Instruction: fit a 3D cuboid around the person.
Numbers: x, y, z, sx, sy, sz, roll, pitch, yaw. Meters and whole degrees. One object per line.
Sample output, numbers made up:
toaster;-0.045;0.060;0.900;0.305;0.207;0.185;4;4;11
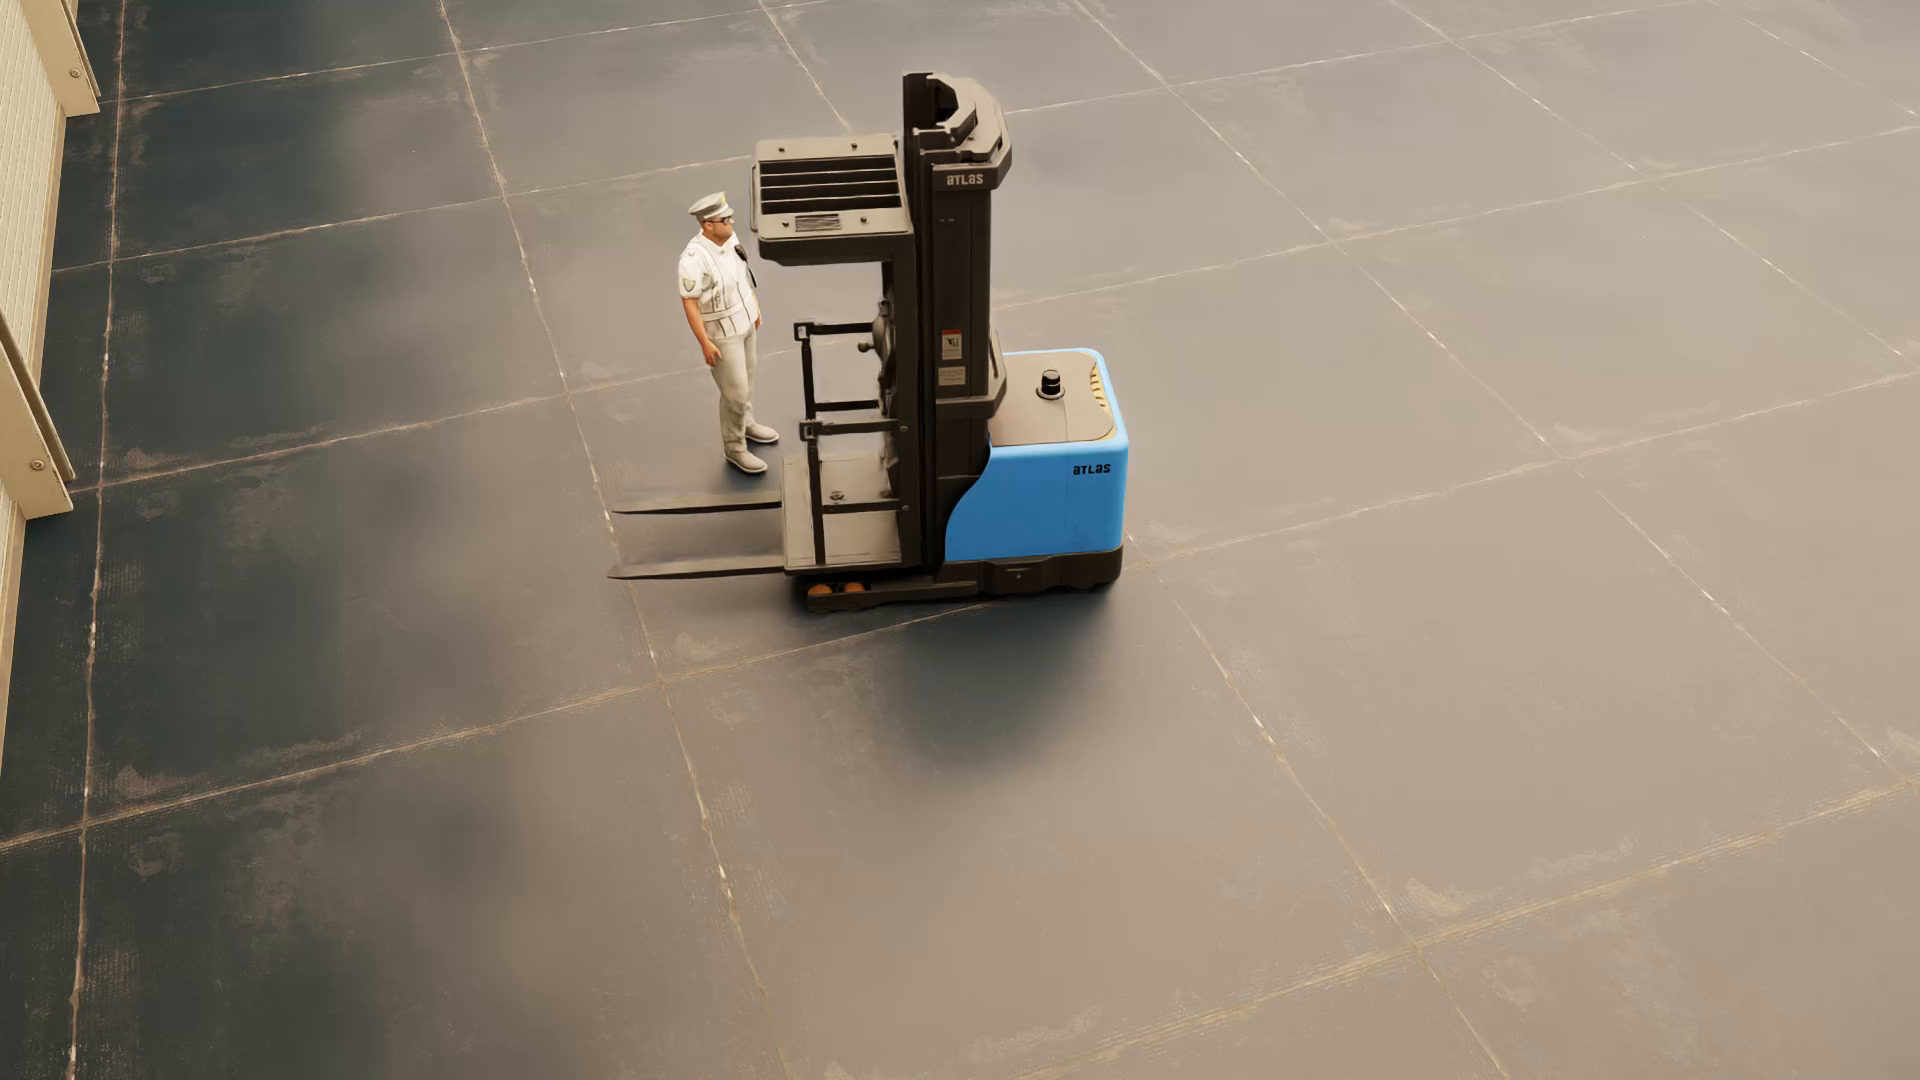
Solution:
person;-1.407;-1.339;10.474;0.557;1.782;0.640;16;43;18

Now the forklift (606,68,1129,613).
forklift;-0.591;-1.054;9.252;3.031;2.935;1.130;-4;40;-5
